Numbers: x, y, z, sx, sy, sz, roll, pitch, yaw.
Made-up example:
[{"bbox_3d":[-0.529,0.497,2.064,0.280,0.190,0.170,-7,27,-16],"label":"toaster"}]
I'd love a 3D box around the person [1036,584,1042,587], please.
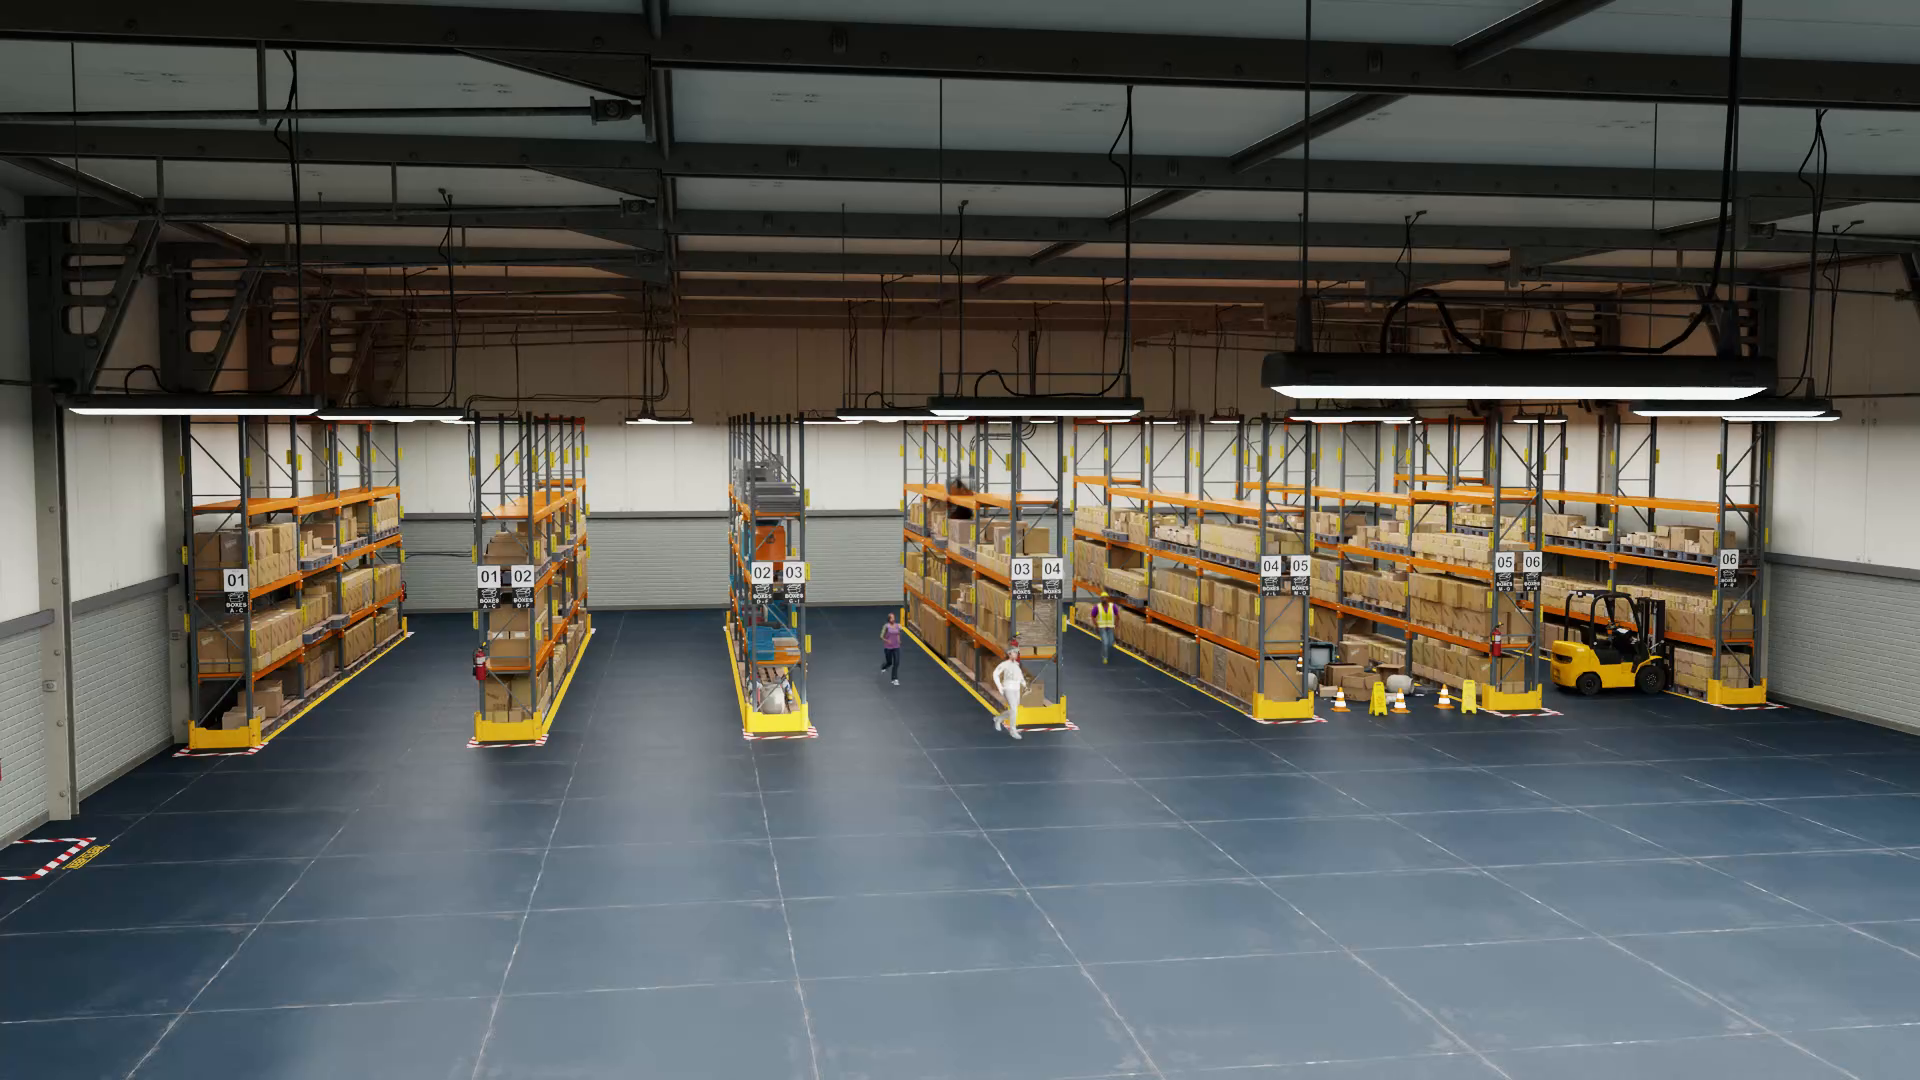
[{"bbox_3d":[1.977,1.597,48.601,0.851,1.644,0.555,2,4,27],"label":"person"}]

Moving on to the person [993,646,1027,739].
[{"bbox_3d":[0.961,2.807,30.859,0.662,1.678,0.701,-4,5,-45],"label":"person"}]

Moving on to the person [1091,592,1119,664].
[{"bbox_3d":[3.523,2.124,40.347,0.693,1.732,0.561,0,4,-6],"label":"person"}]

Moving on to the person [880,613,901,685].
[{"bbox_3d":[-1.526,2.408,37.045,0.539,1.572,0.832,-2,4,-26],"label":"person"}]

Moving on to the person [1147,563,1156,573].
[{"bbox_3d":[5.884,1.483,50.250,0.736,1.601,0.560,-1,4,-17],"label":"person"}]
